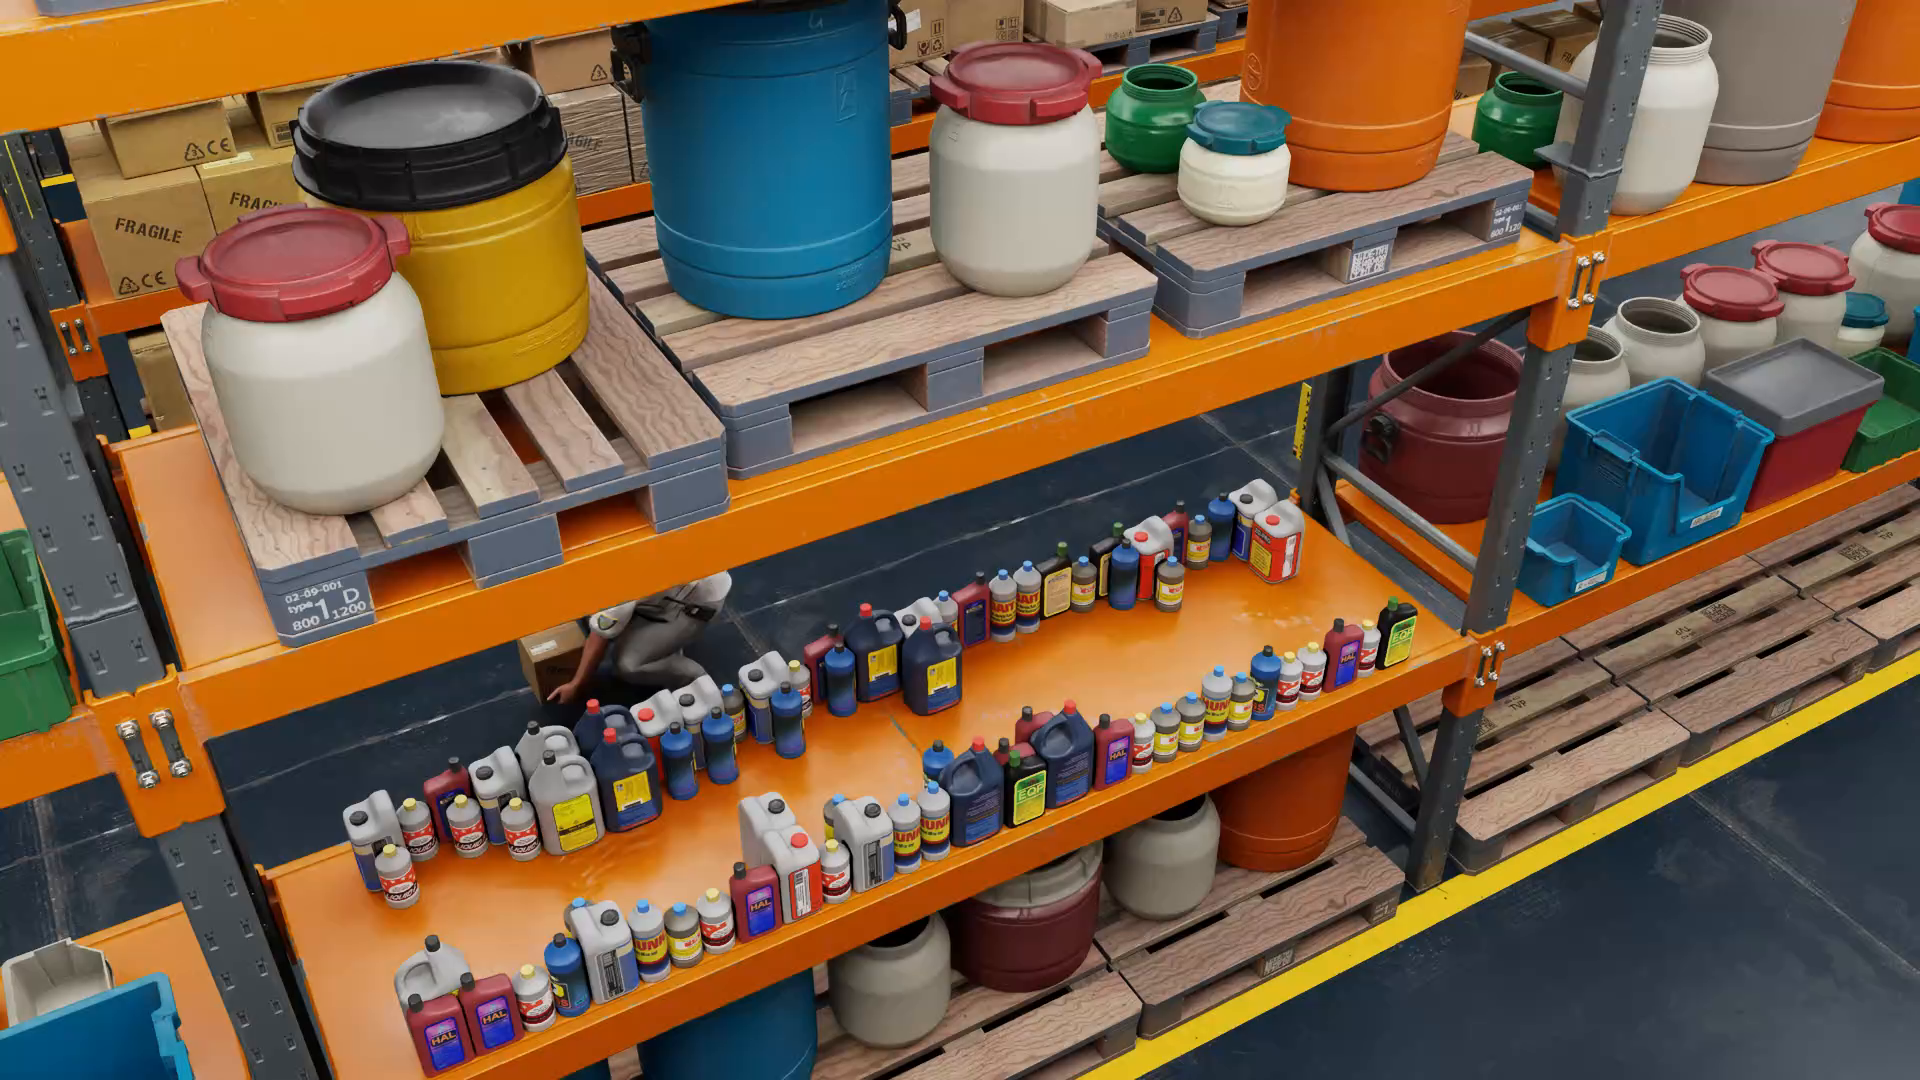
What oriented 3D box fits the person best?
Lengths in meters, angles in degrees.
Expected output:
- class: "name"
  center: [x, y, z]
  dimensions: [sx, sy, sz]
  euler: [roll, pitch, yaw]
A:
- class: "person"
  center: [-1.436, 0.272, 7.174]
  dimensions: [0.914, 1.031, 0.527]
  euler: [-20, 41, -25]
